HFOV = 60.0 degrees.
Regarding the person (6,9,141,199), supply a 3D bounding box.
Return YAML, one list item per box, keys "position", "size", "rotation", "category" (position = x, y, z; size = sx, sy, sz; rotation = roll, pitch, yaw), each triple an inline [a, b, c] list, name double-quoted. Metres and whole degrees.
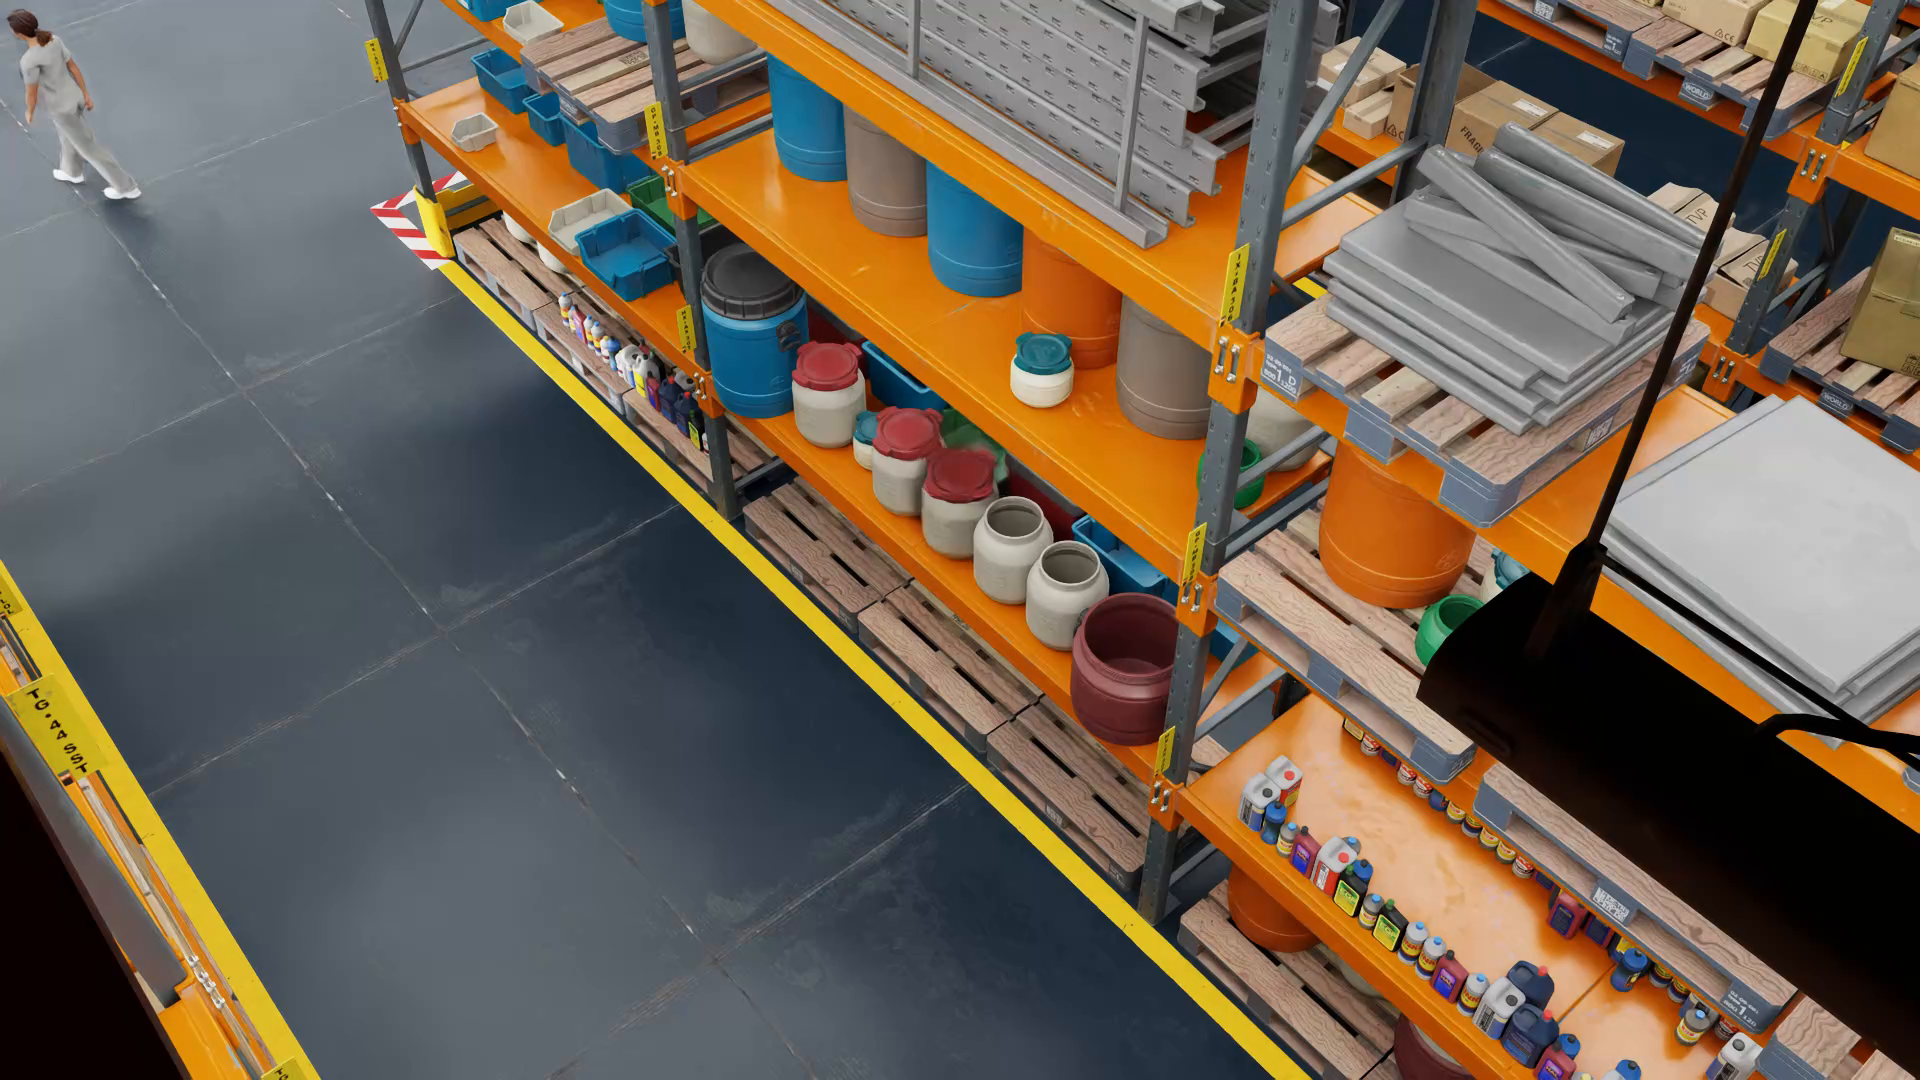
- position: [-7.117, -3.413, 13.072]
  size: [0.856, 1.622, 0.473]
  rotation: [4, 47, 4]
  category: "person"
